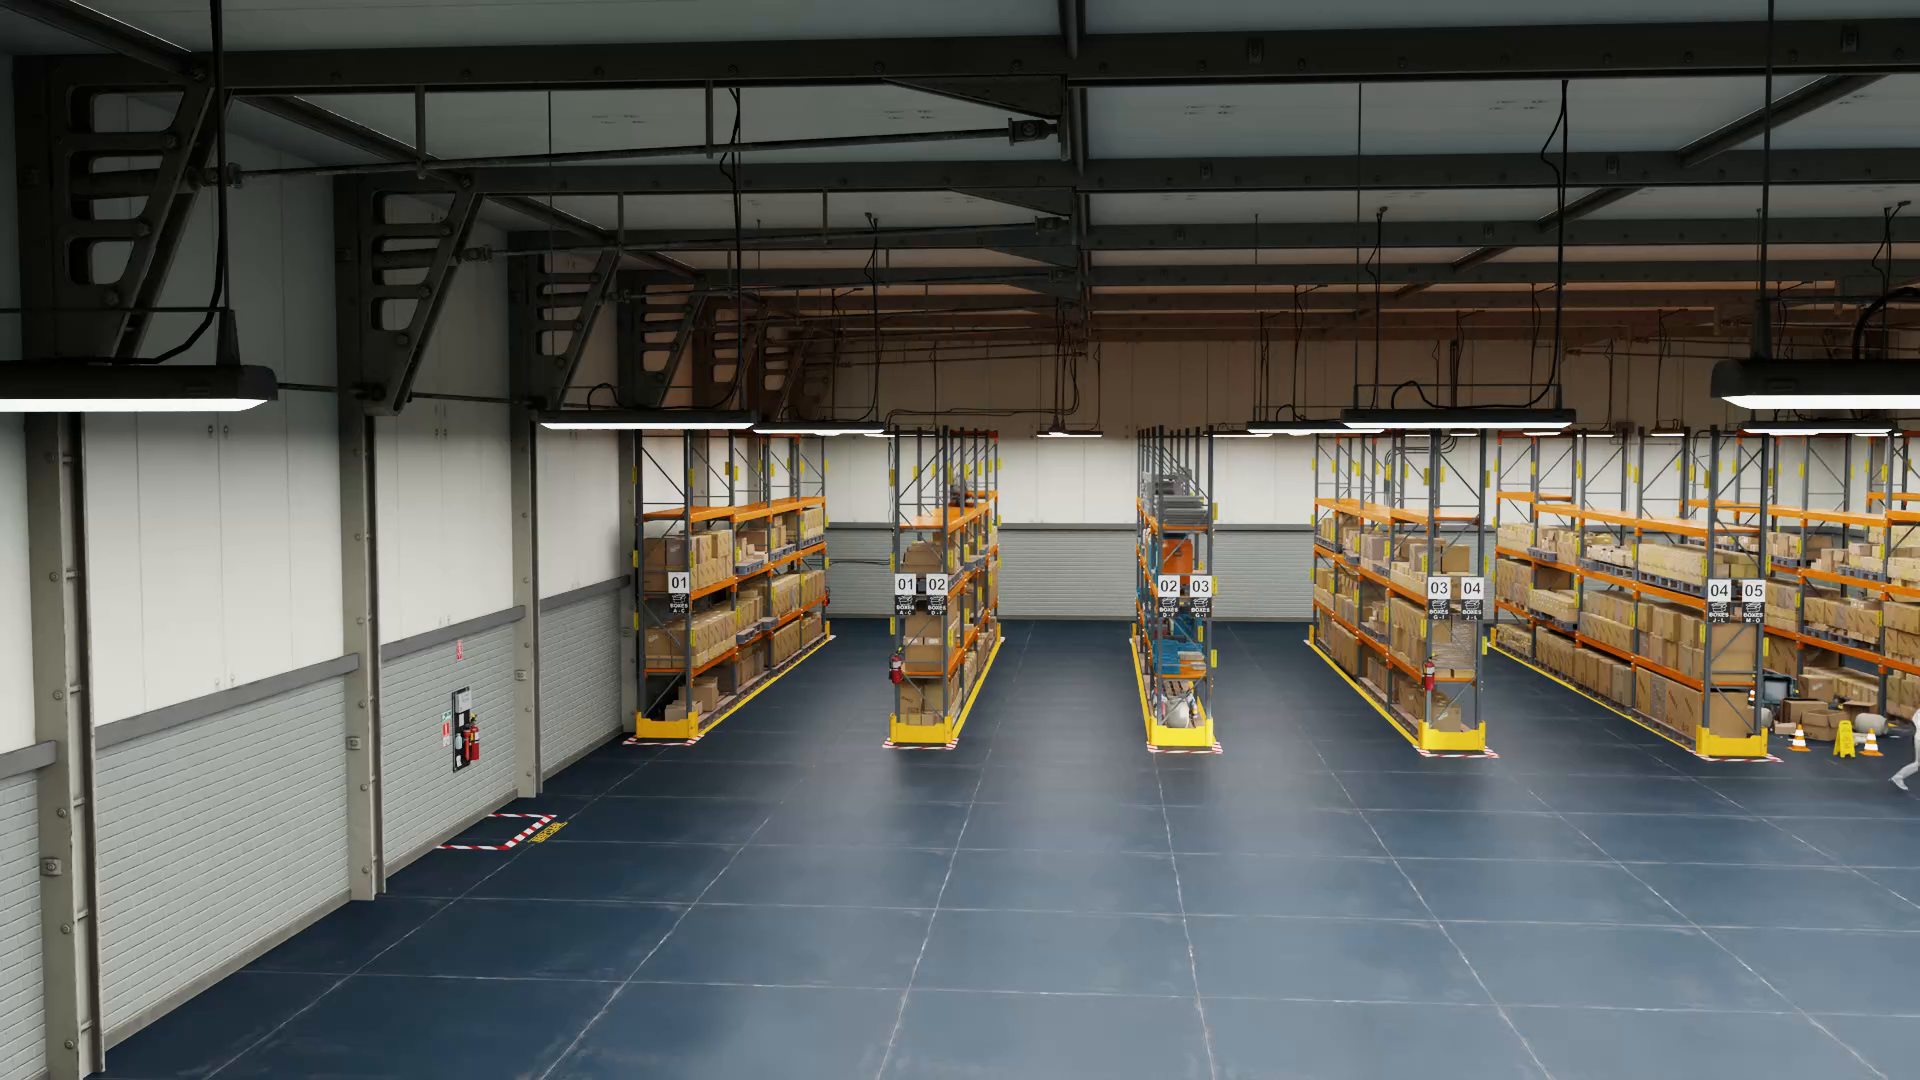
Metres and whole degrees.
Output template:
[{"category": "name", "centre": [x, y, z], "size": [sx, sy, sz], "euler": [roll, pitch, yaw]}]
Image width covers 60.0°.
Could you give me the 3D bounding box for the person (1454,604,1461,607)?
[{"category": "person", "centre": [13.553, 2.151, 46.099], "size": [0.643, 1.709, 0.662], "euler": [1, 4, 17]}]

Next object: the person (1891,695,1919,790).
[{"category": "person", "centre": [15.527, 3.264, 26.802], "size": [0.866, 1.710, 0.611], "euler": [3, 5, 43]}]
